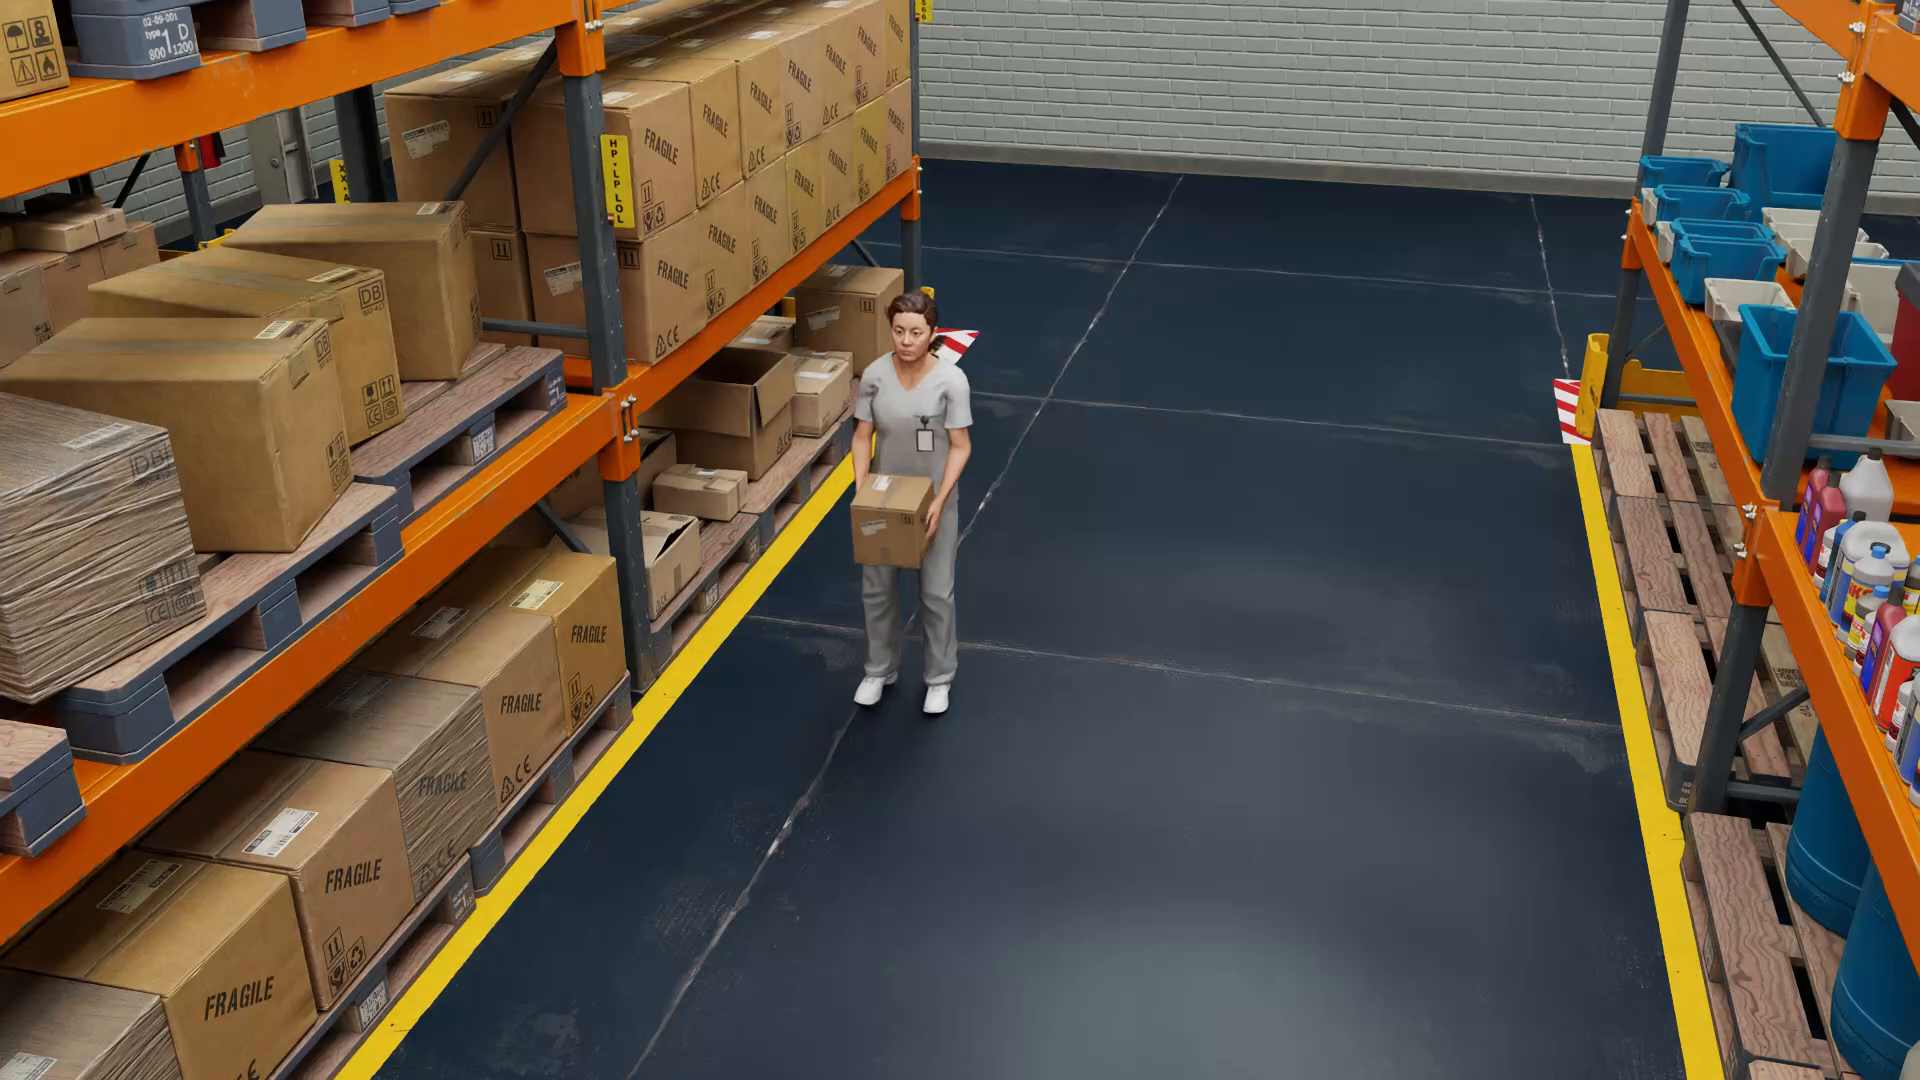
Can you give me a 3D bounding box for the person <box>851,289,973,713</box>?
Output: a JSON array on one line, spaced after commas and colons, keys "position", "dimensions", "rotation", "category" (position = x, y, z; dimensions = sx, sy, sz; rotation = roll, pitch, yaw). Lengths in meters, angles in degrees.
[{"position": [-0.192, -0.124, 6.370], "dimensions": [0.465, 1.675, 0.461], "rotation": [6, 26, 12], "category": "person"}]
